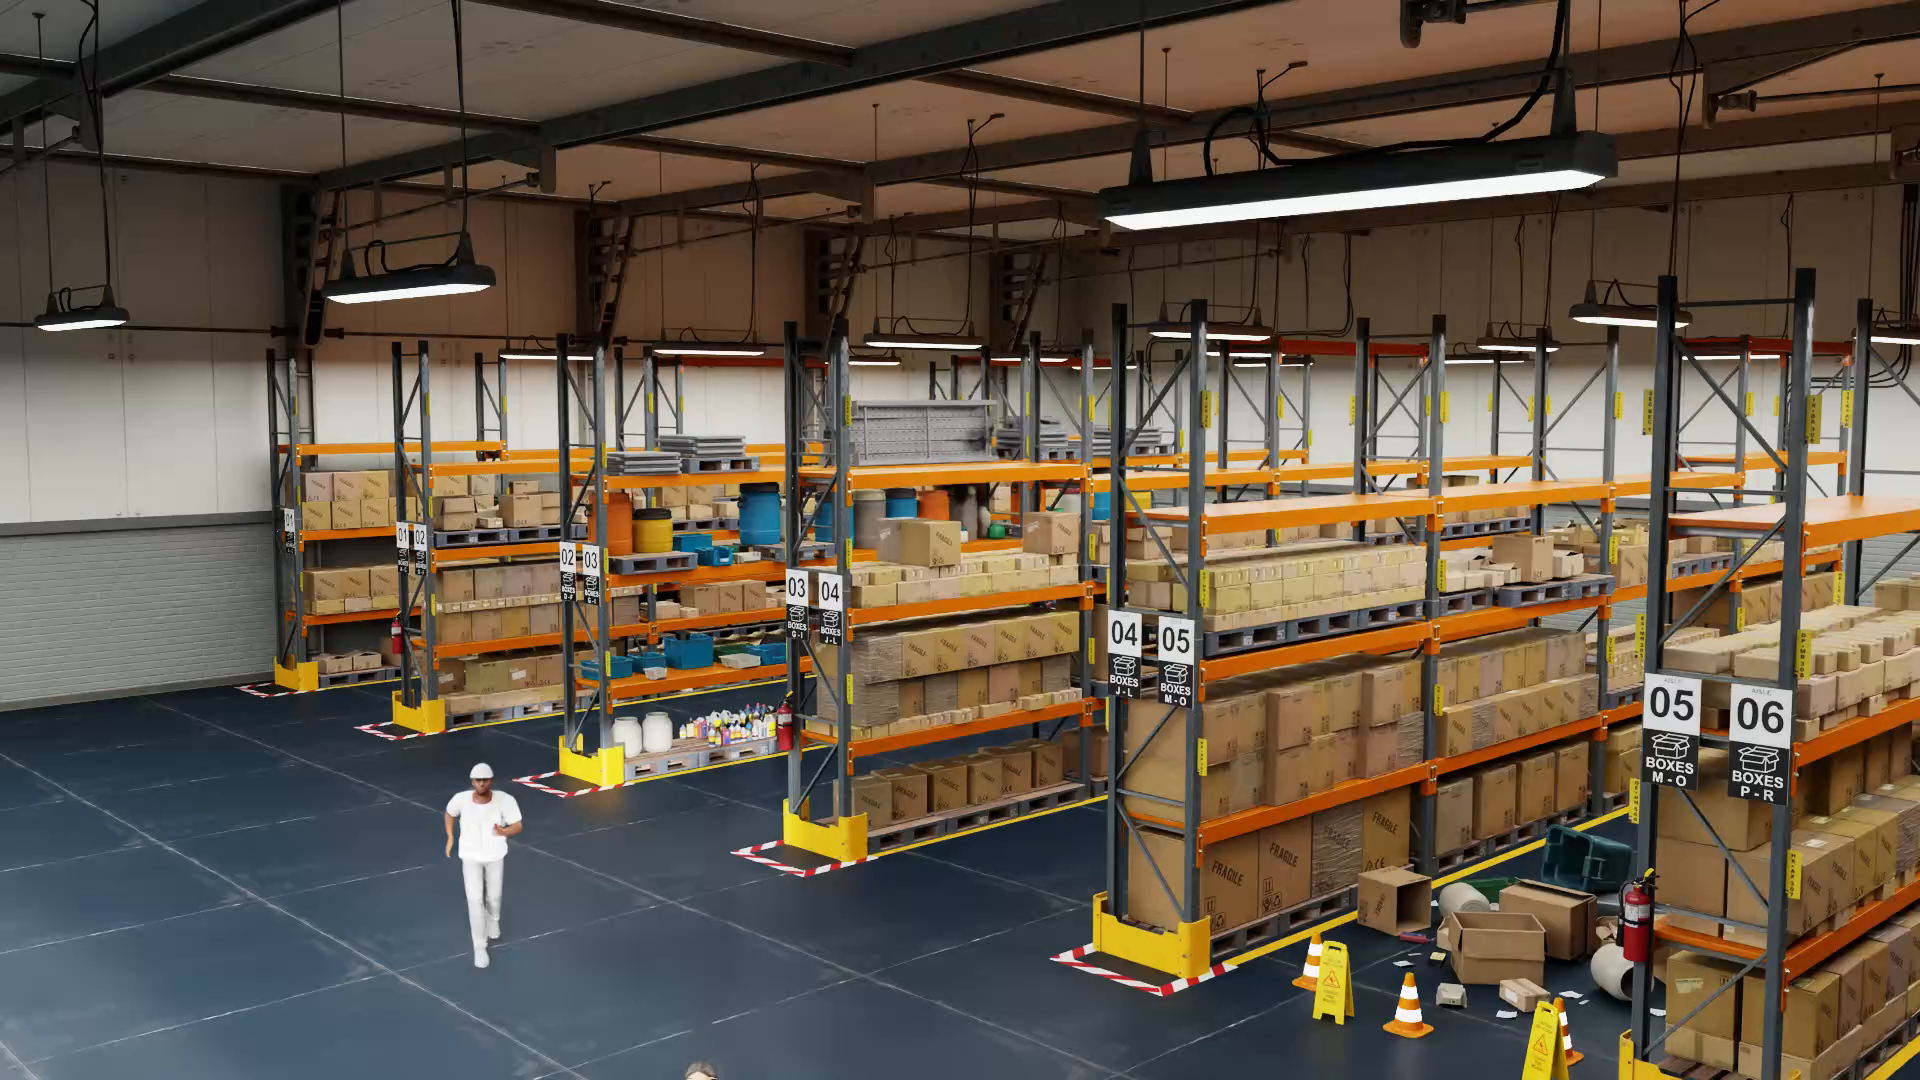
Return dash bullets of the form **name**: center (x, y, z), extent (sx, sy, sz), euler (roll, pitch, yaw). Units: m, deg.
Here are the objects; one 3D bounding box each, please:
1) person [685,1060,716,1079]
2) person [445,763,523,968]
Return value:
- **person**: center (-1.368, 3.584, 8.793), extent (0.594, 1.656, 0.878), euler (0, 5, -5)
- **person**: center (-4.387, 2.926, 15.348), extent (0.689, 1.774, 0.963), euler (-1, 5, -16)
